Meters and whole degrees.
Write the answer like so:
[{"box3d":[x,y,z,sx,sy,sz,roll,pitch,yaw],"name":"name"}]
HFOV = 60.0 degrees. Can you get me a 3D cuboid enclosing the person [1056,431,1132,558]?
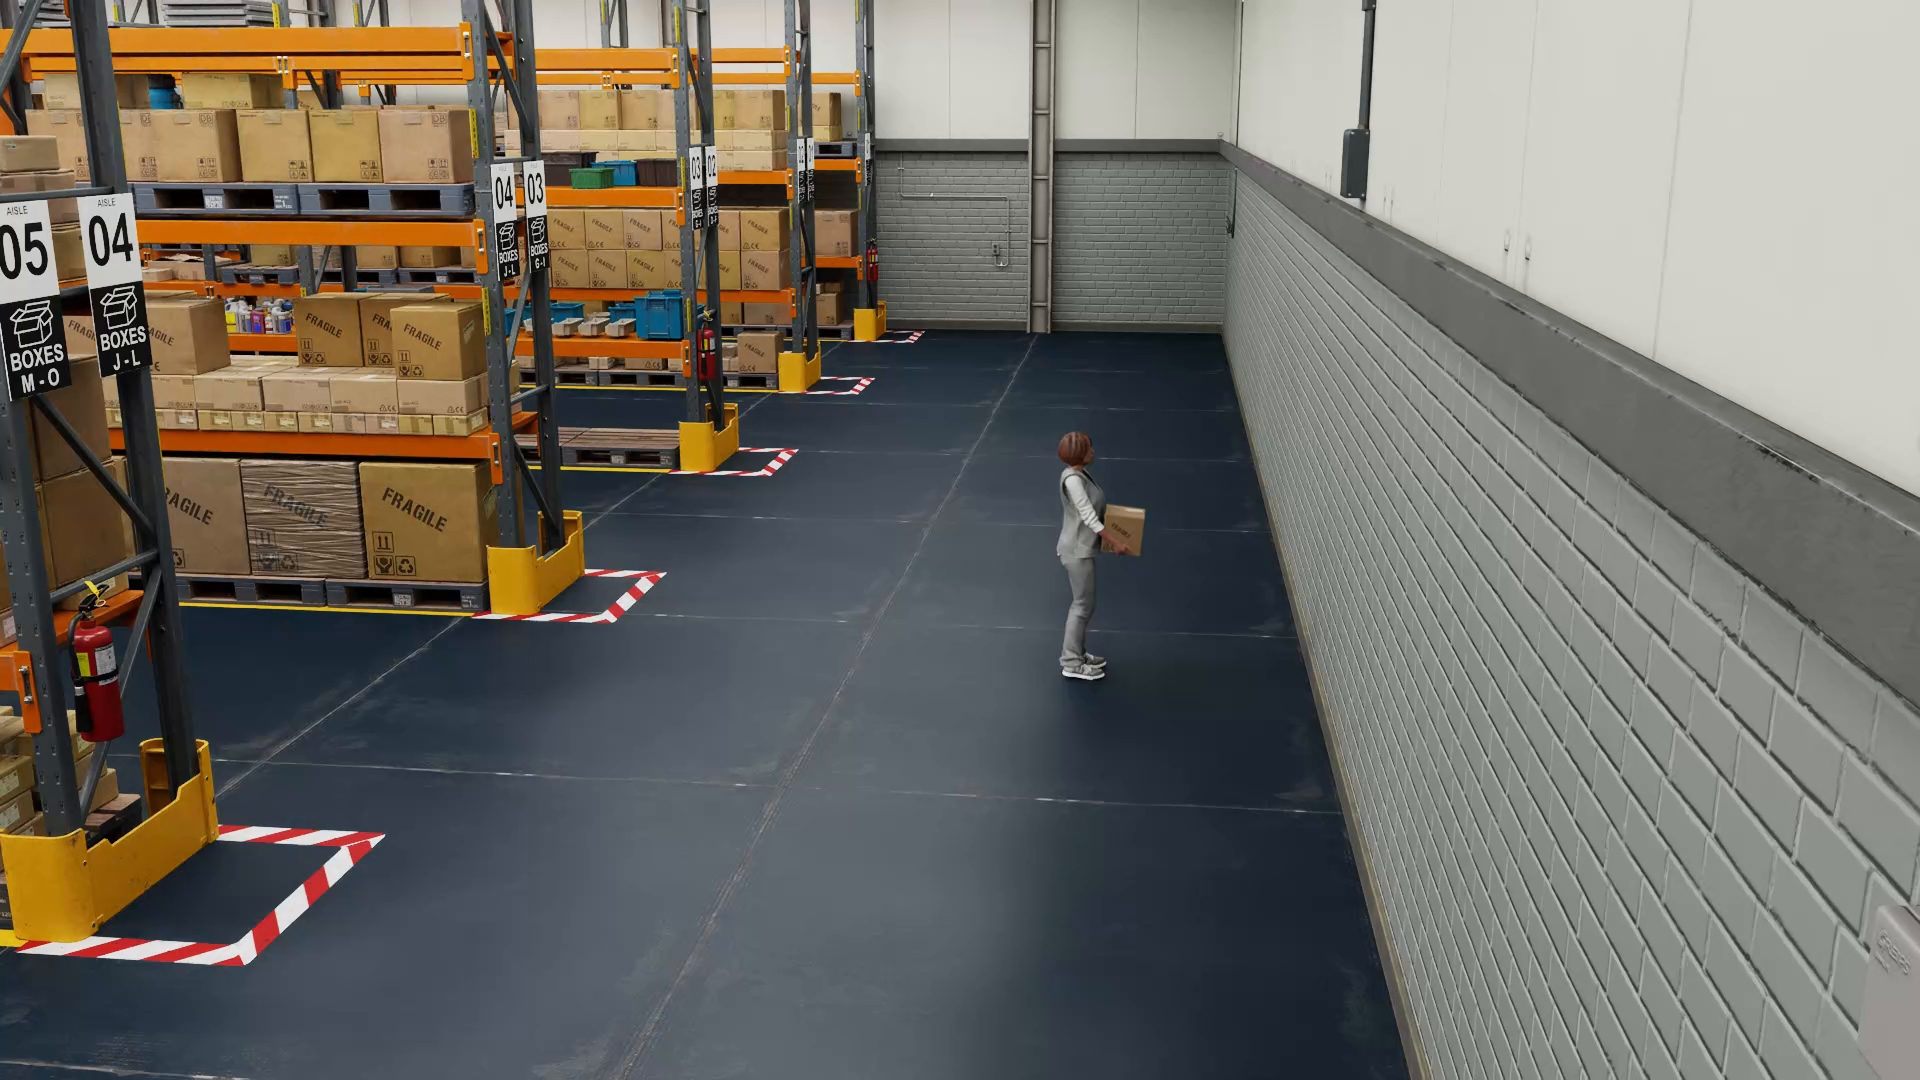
[{"box3d":[0.862,-0.296,10.575,0.488,0.790,0.412,2,15,6],"name":"person"}]
